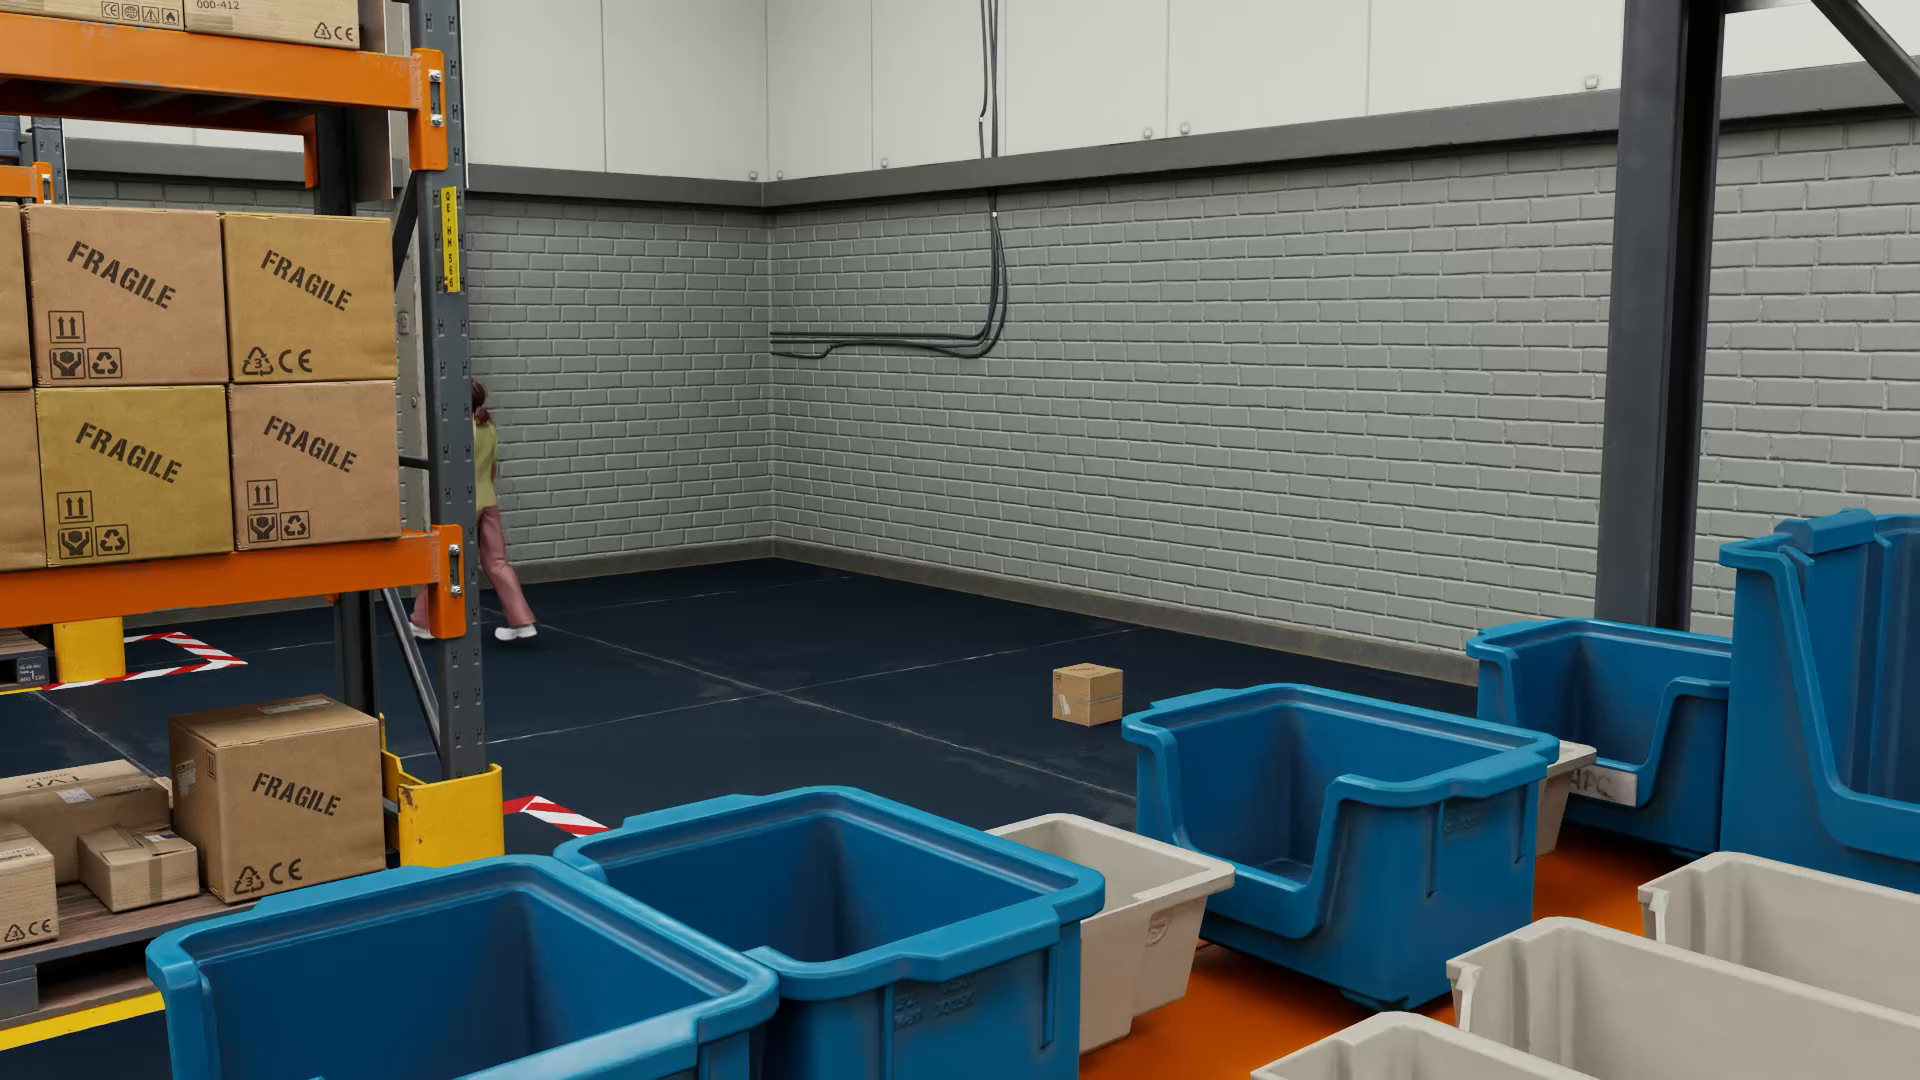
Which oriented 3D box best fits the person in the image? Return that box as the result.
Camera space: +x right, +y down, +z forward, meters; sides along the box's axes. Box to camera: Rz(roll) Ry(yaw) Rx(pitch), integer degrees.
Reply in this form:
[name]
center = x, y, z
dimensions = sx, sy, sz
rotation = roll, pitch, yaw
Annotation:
[person]
center = -3.033, -0.184, 10.188
dimensions = 1.020, 1.618, 0.465
rotation = 4, 8, 27
